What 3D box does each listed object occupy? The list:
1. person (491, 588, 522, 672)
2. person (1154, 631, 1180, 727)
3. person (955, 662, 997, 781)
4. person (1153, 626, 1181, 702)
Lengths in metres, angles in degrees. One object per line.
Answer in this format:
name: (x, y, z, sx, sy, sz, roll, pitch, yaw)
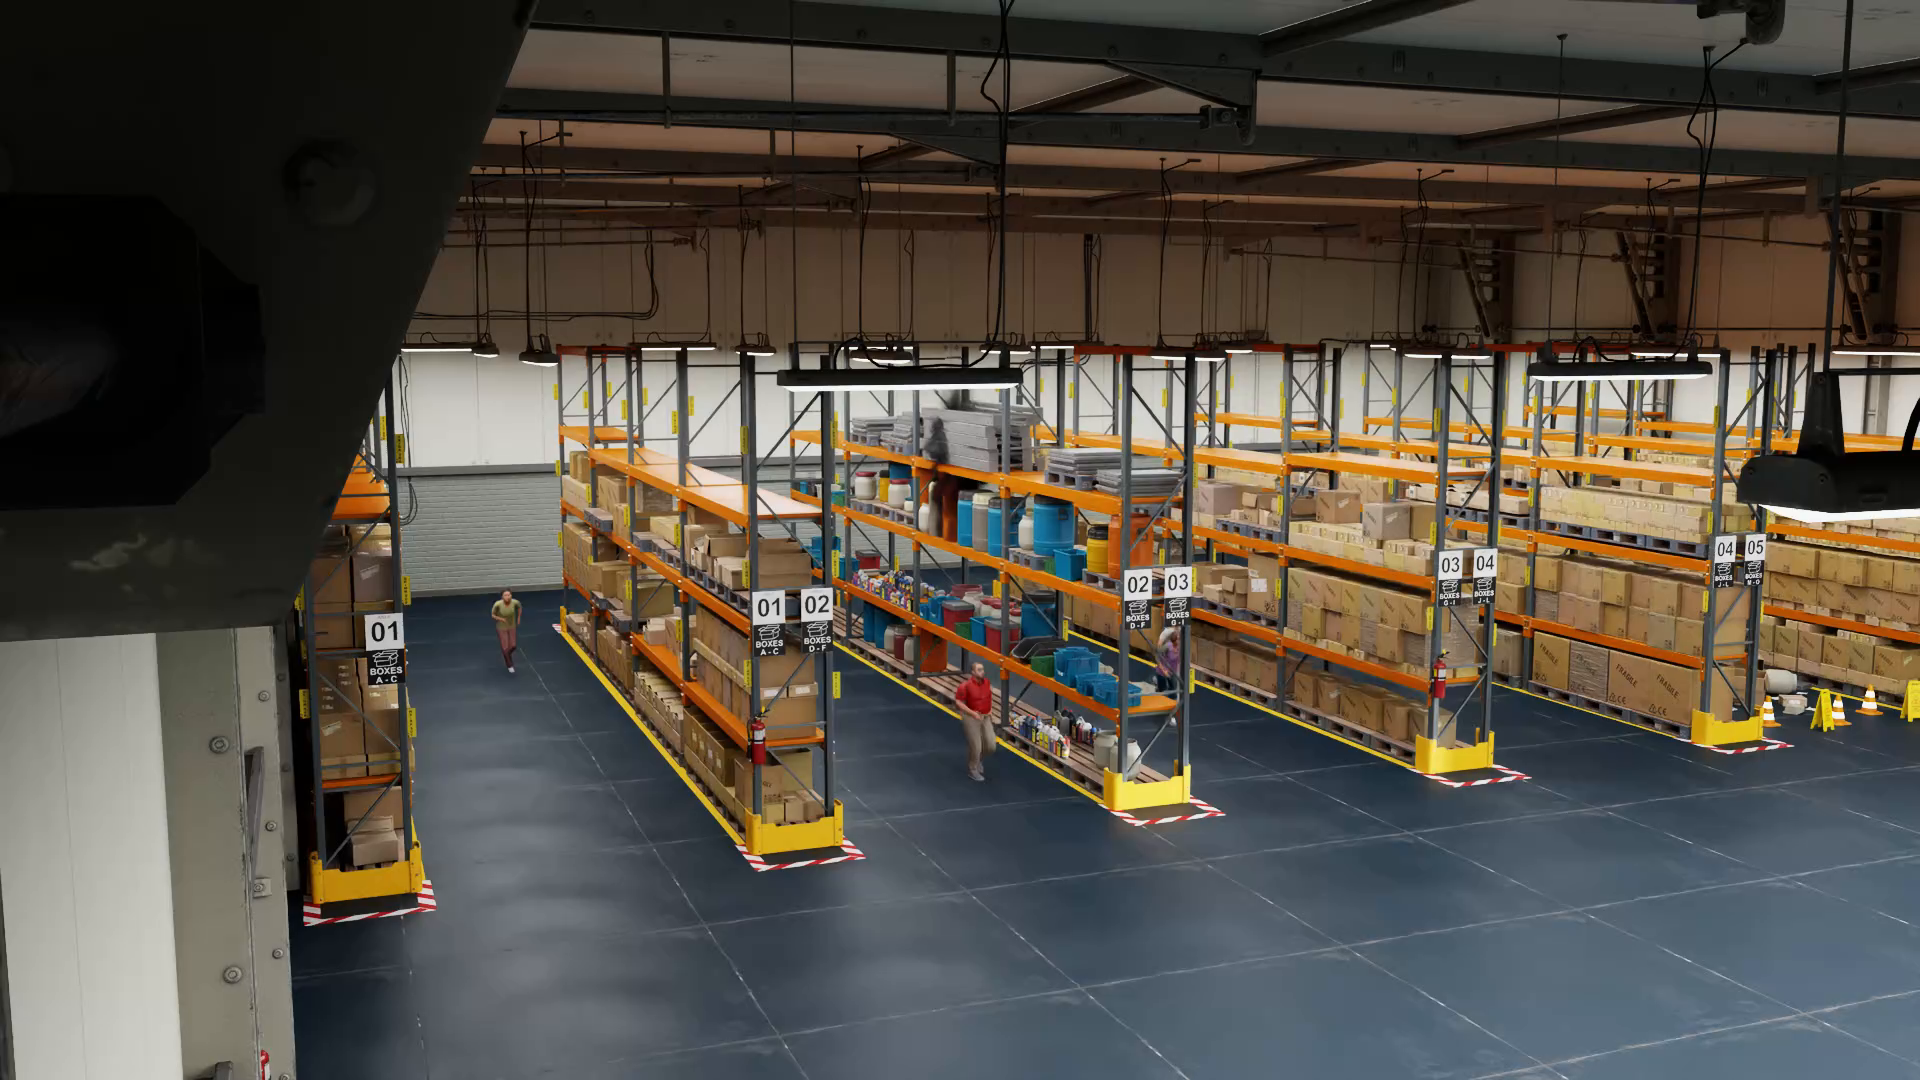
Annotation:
person: (-8.358, 1.662, 30.709, 0.571, 1.594, 0.677, -3, 8, -20)
person: (3.293, 2.190, 26.908, 0.559, 1.537, 0.894, -5, 9, -34)
person: (0.245, 2.541, 23.308, 0.664, 1.690, 0.594, -5, 9, -33)
person: (3.506, 2.029, 27.787, 0.575, 1.646, 0.812, -4, 8, -27)
